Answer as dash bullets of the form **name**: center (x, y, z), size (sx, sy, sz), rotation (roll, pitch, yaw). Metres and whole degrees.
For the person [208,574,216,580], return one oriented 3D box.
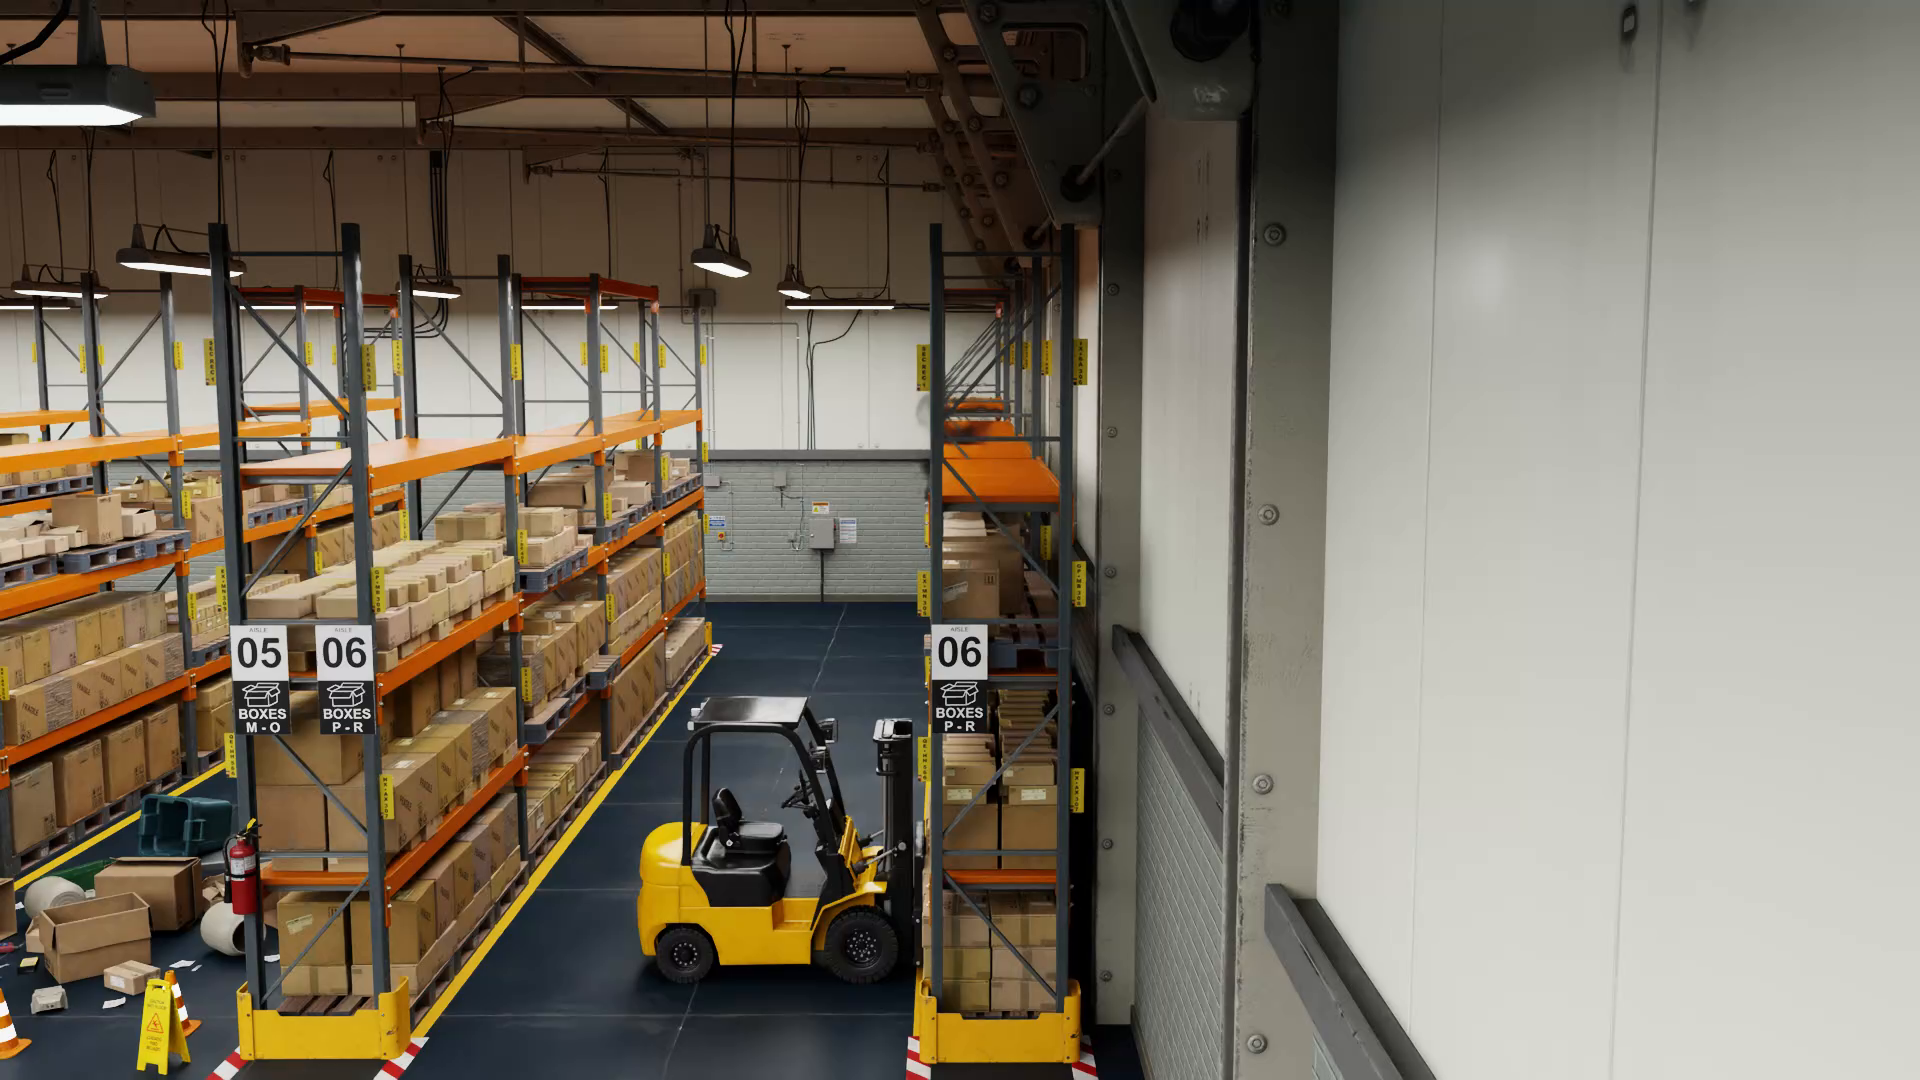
- **person**: center (-11.457, 1.320, 25.966), size (0.717, 1.631, 0.875), rotation (1, 7, 4)
